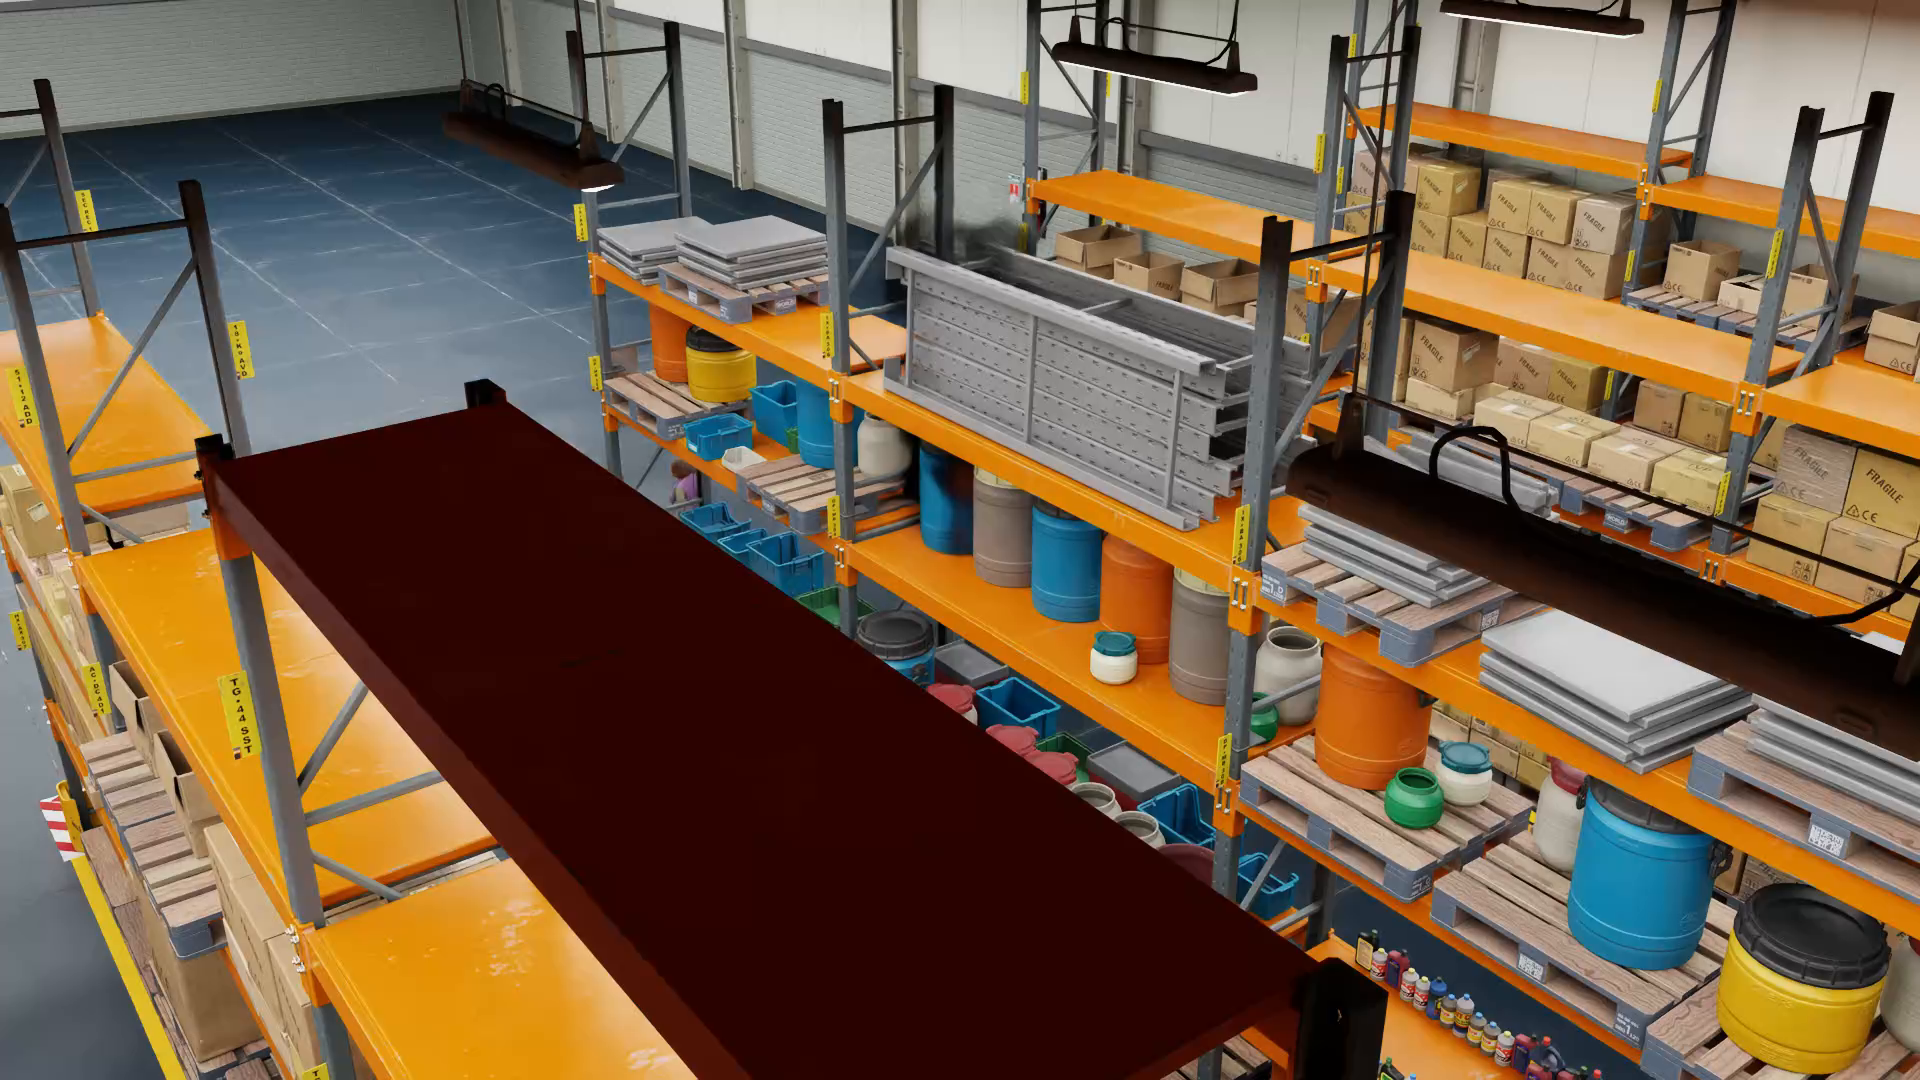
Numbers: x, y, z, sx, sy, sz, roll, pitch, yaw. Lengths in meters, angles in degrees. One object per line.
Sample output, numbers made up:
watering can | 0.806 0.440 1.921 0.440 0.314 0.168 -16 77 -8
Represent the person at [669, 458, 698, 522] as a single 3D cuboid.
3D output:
person | -2.867 -0.182 17.545 0.510 1.540 0.588 3 25 7
